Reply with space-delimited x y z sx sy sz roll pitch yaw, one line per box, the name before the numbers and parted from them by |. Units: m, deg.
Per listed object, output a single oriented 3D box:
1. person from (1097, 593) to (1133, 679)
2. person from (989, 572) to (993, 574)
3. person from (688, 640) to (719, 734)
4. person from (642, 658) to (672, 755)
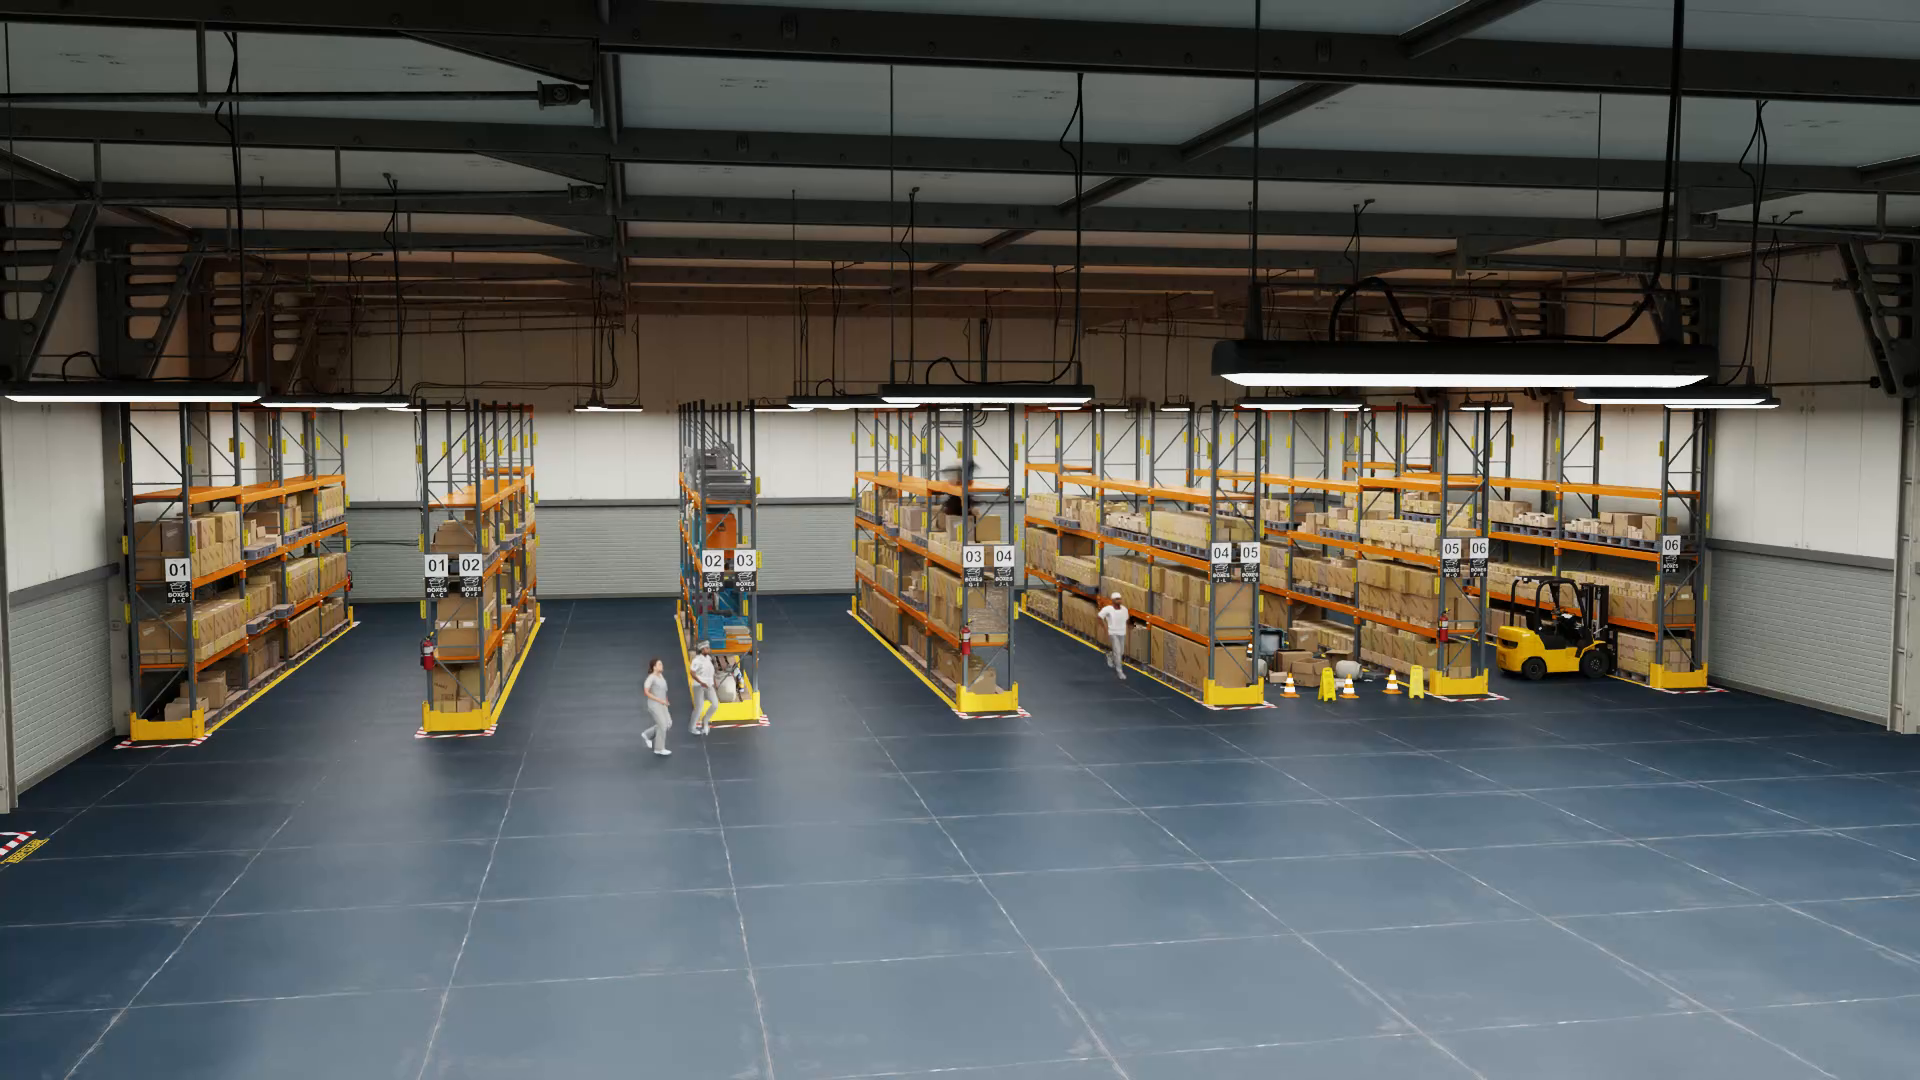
person | 3.235 1.967 34.622 0.700 1.762 0.881 -2 5 -25
person | 0.547 1.194 48.835 0.570 1.678 0.760 -3 5 -34
person | -4.558 2.646 29.880 0.559 1.663 0.630 4 6 42
person | -5.152 2.794 27.980 0.565 1.636 0.573 1 5 18
